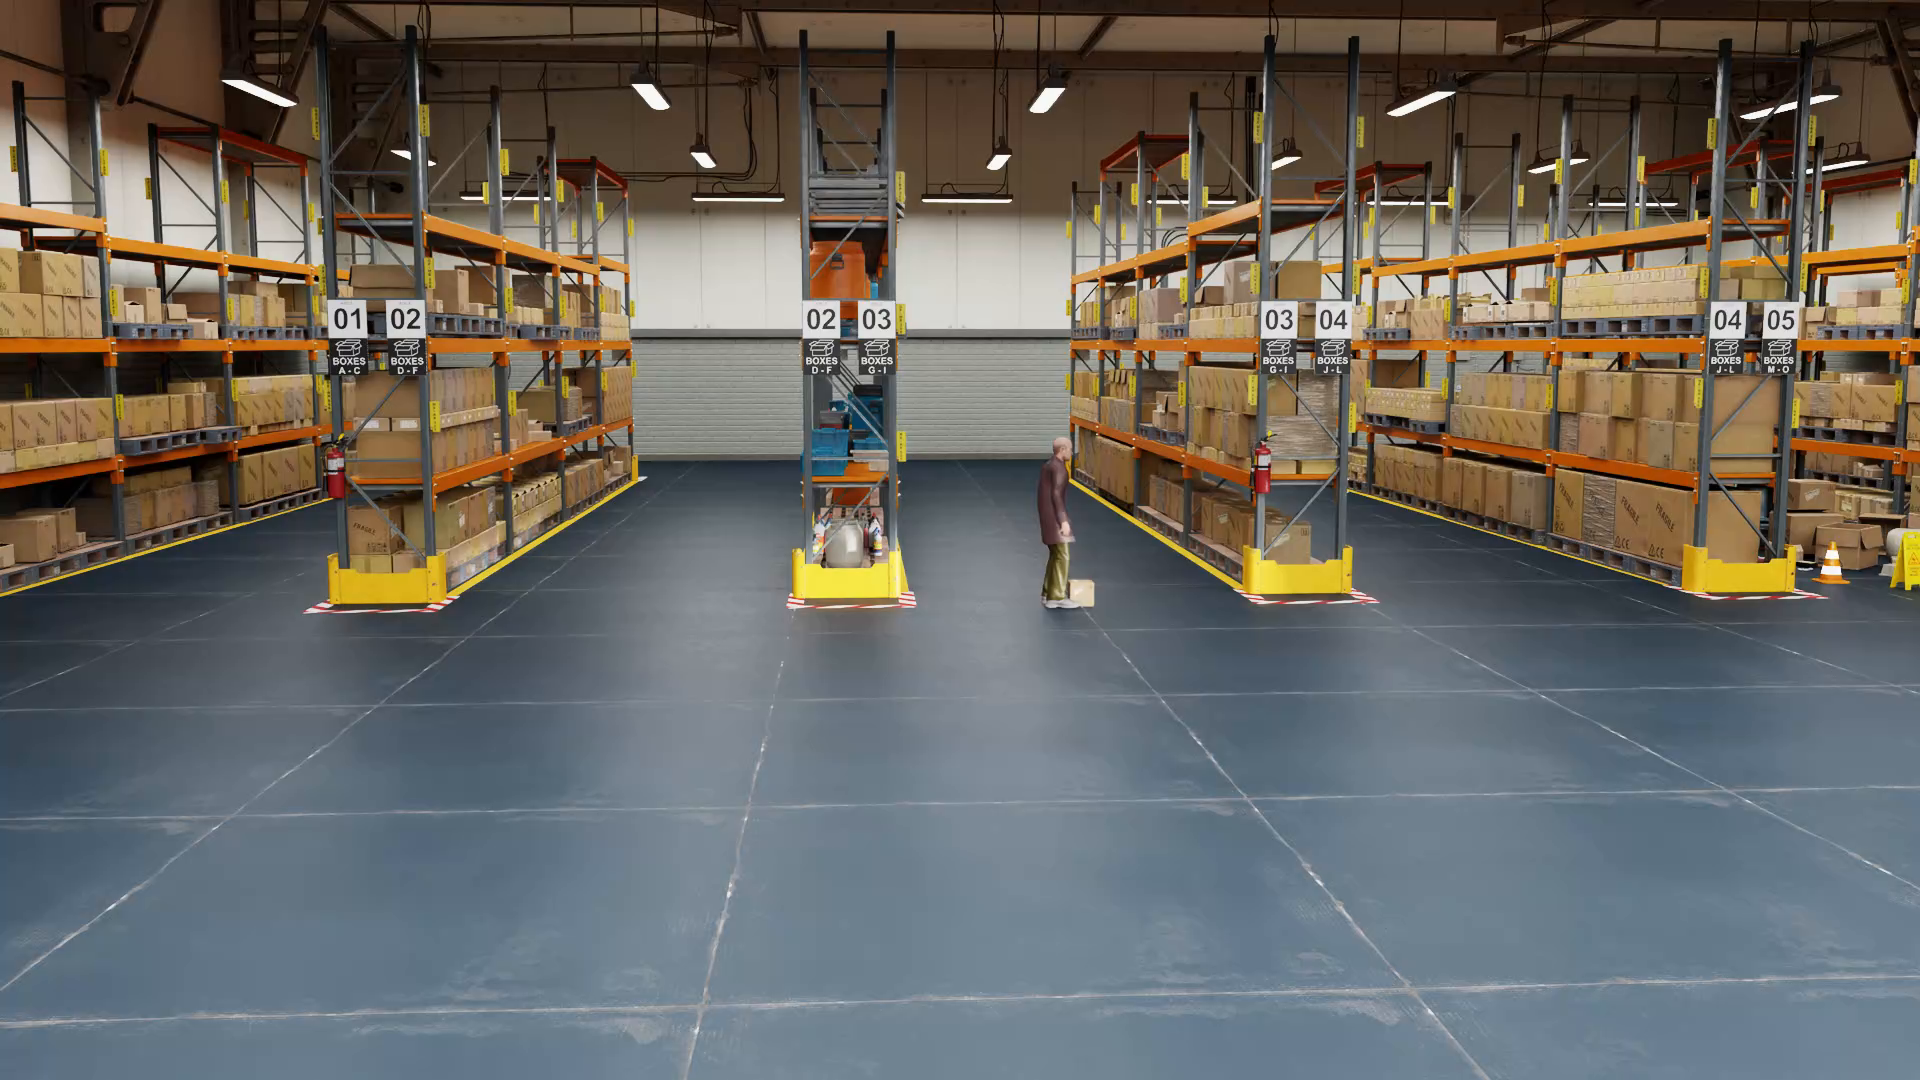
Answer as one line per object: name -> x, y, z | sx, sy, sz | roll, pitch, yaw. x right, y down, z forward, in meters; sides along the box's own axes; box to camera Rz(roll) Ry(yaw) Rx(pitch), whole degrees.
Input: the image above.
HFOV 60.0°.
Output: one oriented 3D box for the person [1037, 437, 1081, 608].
person -> 1.025, -0.194, 17.454 | 0.429, 1.772, 0.643 | -1, 7, -6
